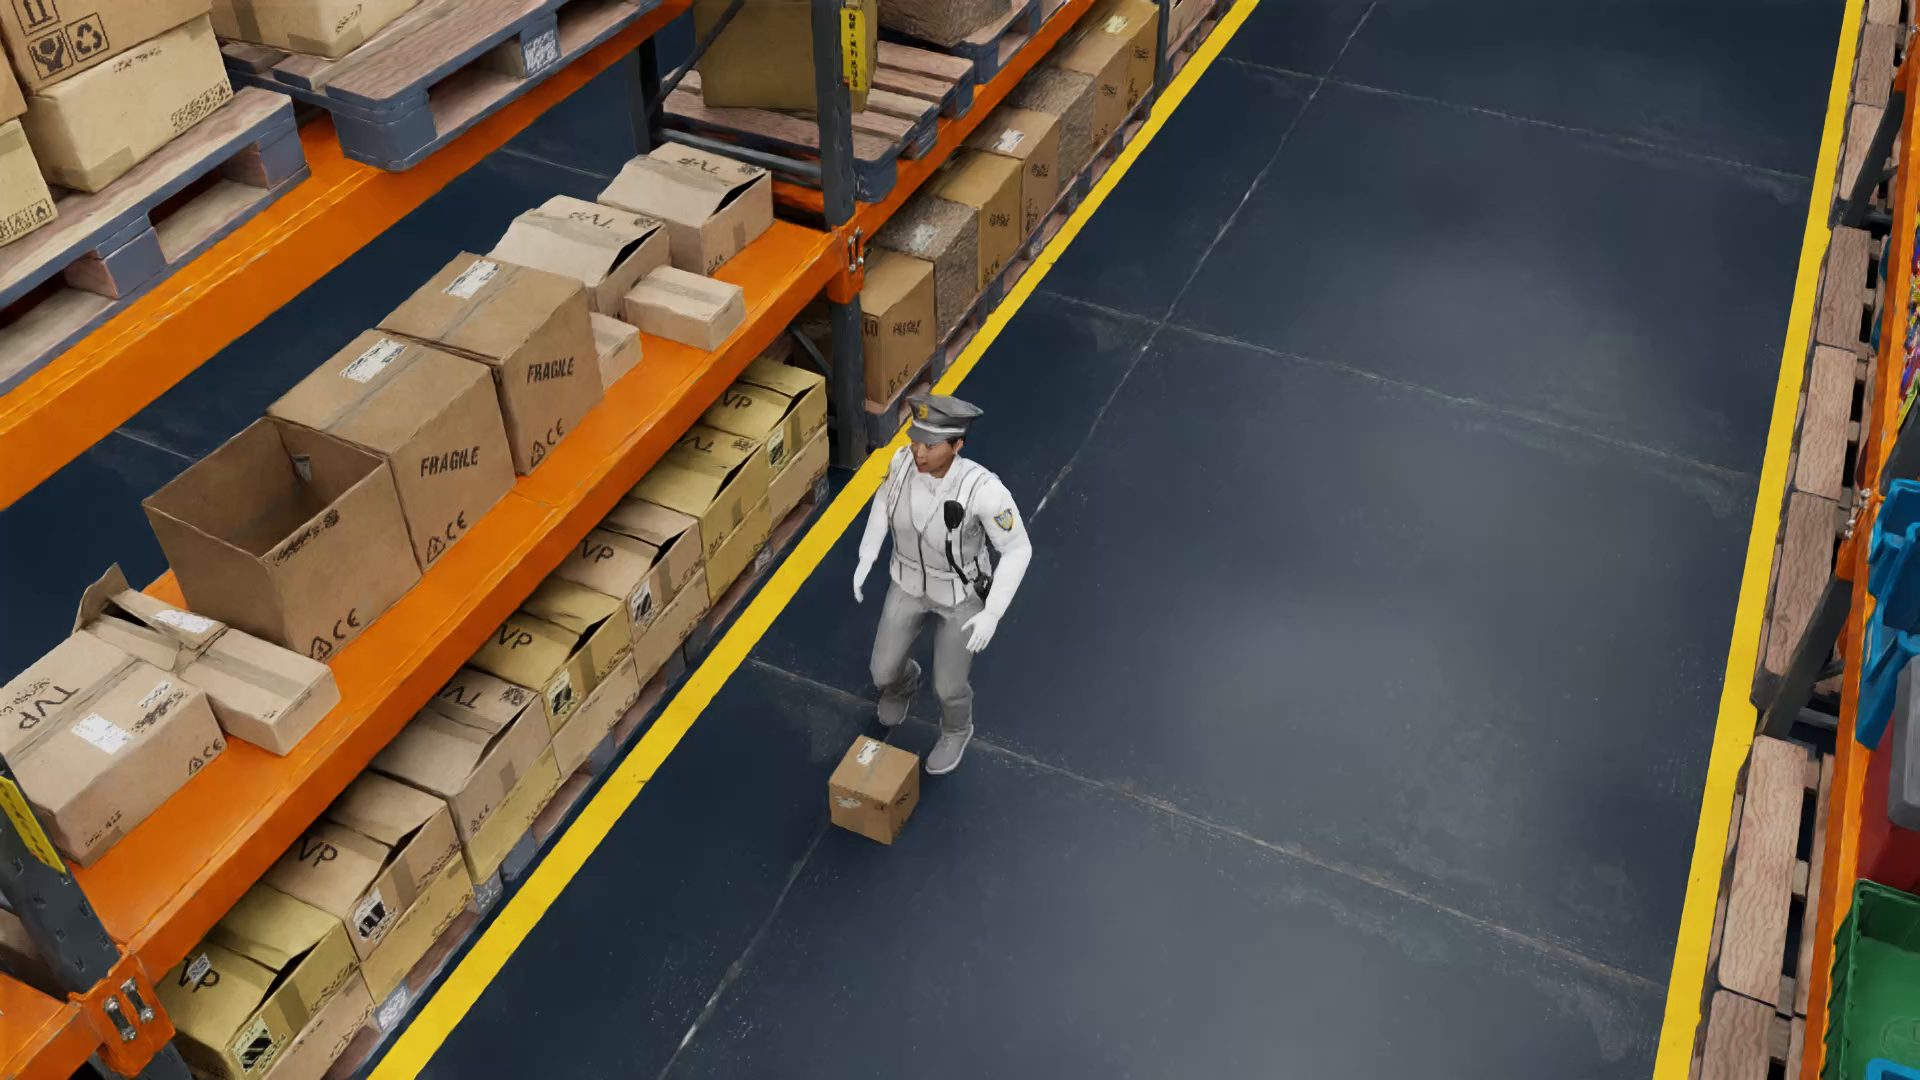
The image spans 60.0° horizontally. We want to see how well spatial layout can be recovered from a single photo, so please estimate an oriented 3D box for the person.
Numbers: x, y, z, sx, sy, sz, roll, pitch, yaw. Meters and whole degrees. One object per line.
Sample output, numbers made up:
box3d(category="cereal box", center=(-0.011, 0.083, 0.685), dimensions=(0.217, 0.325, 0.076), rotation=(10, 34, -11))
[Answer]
box3d(category="person", center=(-0.074, 0.189, 5.964), dimensions=(0.650, 1.680, 0.427), rotation=(17, 45, 18))
